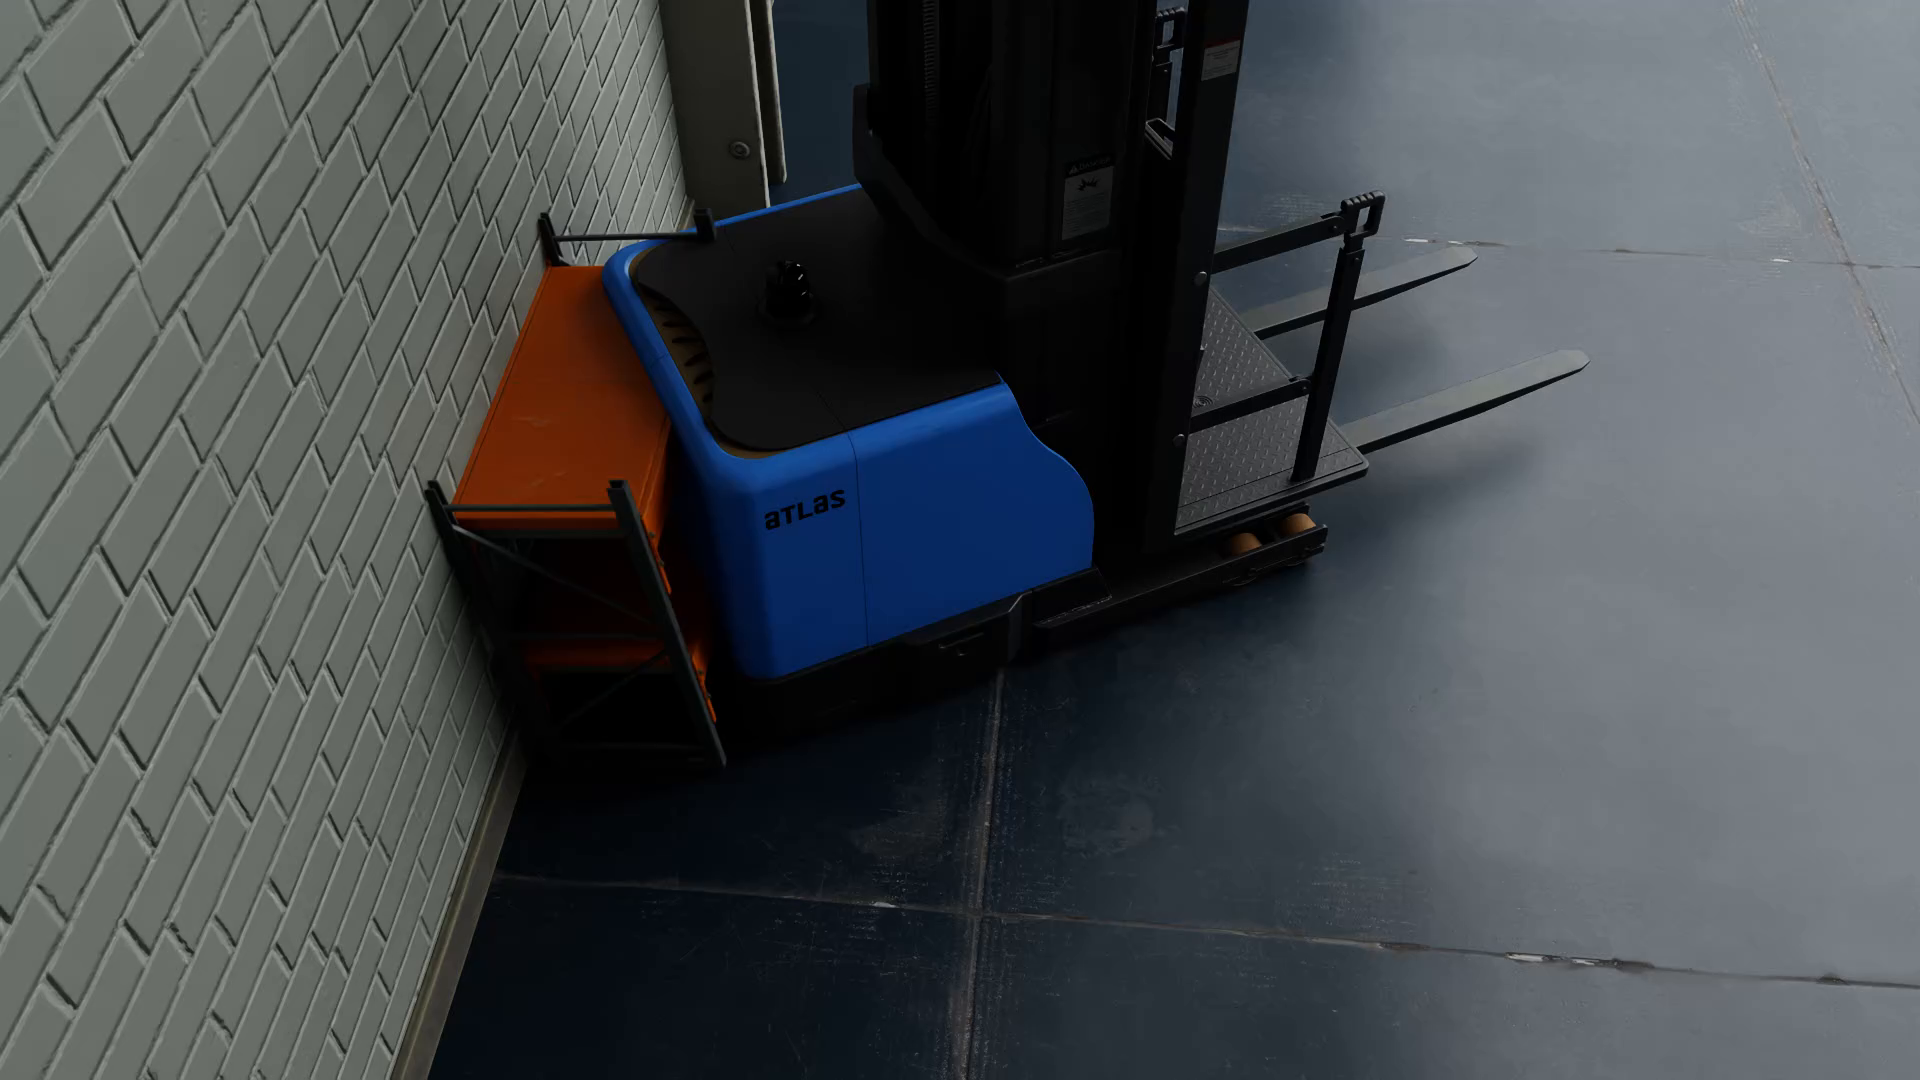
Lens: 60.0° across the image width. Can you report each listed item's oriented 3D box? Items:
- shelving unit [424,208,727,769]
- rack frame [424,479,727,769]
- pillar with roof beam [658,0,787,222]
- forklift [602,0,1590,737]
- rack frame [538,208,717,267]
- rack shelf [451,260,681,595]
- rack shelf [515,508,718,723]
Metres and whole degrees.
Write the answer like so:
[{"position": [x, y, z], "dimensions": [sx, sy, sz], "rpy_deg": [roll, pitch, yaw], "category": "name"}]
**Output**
[{"position": [-0.911, -0.130, 4.585], "dimensions": [0.538, 1.125, 1.048], "rpy_deg": [0, 48, 8], "category": "shelving unit"}, {"position": [-0.956, 0.248, 4.249], "dimensions": [0.500, 1.125, 0.032], "rpy_deg": [0, 48, 8], "category": "rack frame"}, {"position": [3.431, -4.056, 2.861], "dimensions": [9.100, 9.000, 0.400], "rpy_deg": [4, 48, 4], "category": "pillar with roof beam"}, {"position": [0.571, -1.185, 4.347], "dimensions": [3.031, 2.935, 1.130], "rpy_deg": [-19, 50, -17], "category": "forklift"}, {"position": [-0.866, -0.509, 4.922], "dimensions": [0.500, 1.125, 0.032], "rpy_deg": [0, 48, 8], "category": "rack frame"}, {"position": [-0.940, -0.326, 4.370], "dimensions": [0.538, 0.278, 1.000], "rpy_deg": [0, 48, 8], "category": "rack shelf"}, {"position": [-0.887, 0.033, 4.766], "dimensions": [0.538, 0.278, 1.000], "rpy_deg": [0, 48, 8], "category": "rack shelf"}]
